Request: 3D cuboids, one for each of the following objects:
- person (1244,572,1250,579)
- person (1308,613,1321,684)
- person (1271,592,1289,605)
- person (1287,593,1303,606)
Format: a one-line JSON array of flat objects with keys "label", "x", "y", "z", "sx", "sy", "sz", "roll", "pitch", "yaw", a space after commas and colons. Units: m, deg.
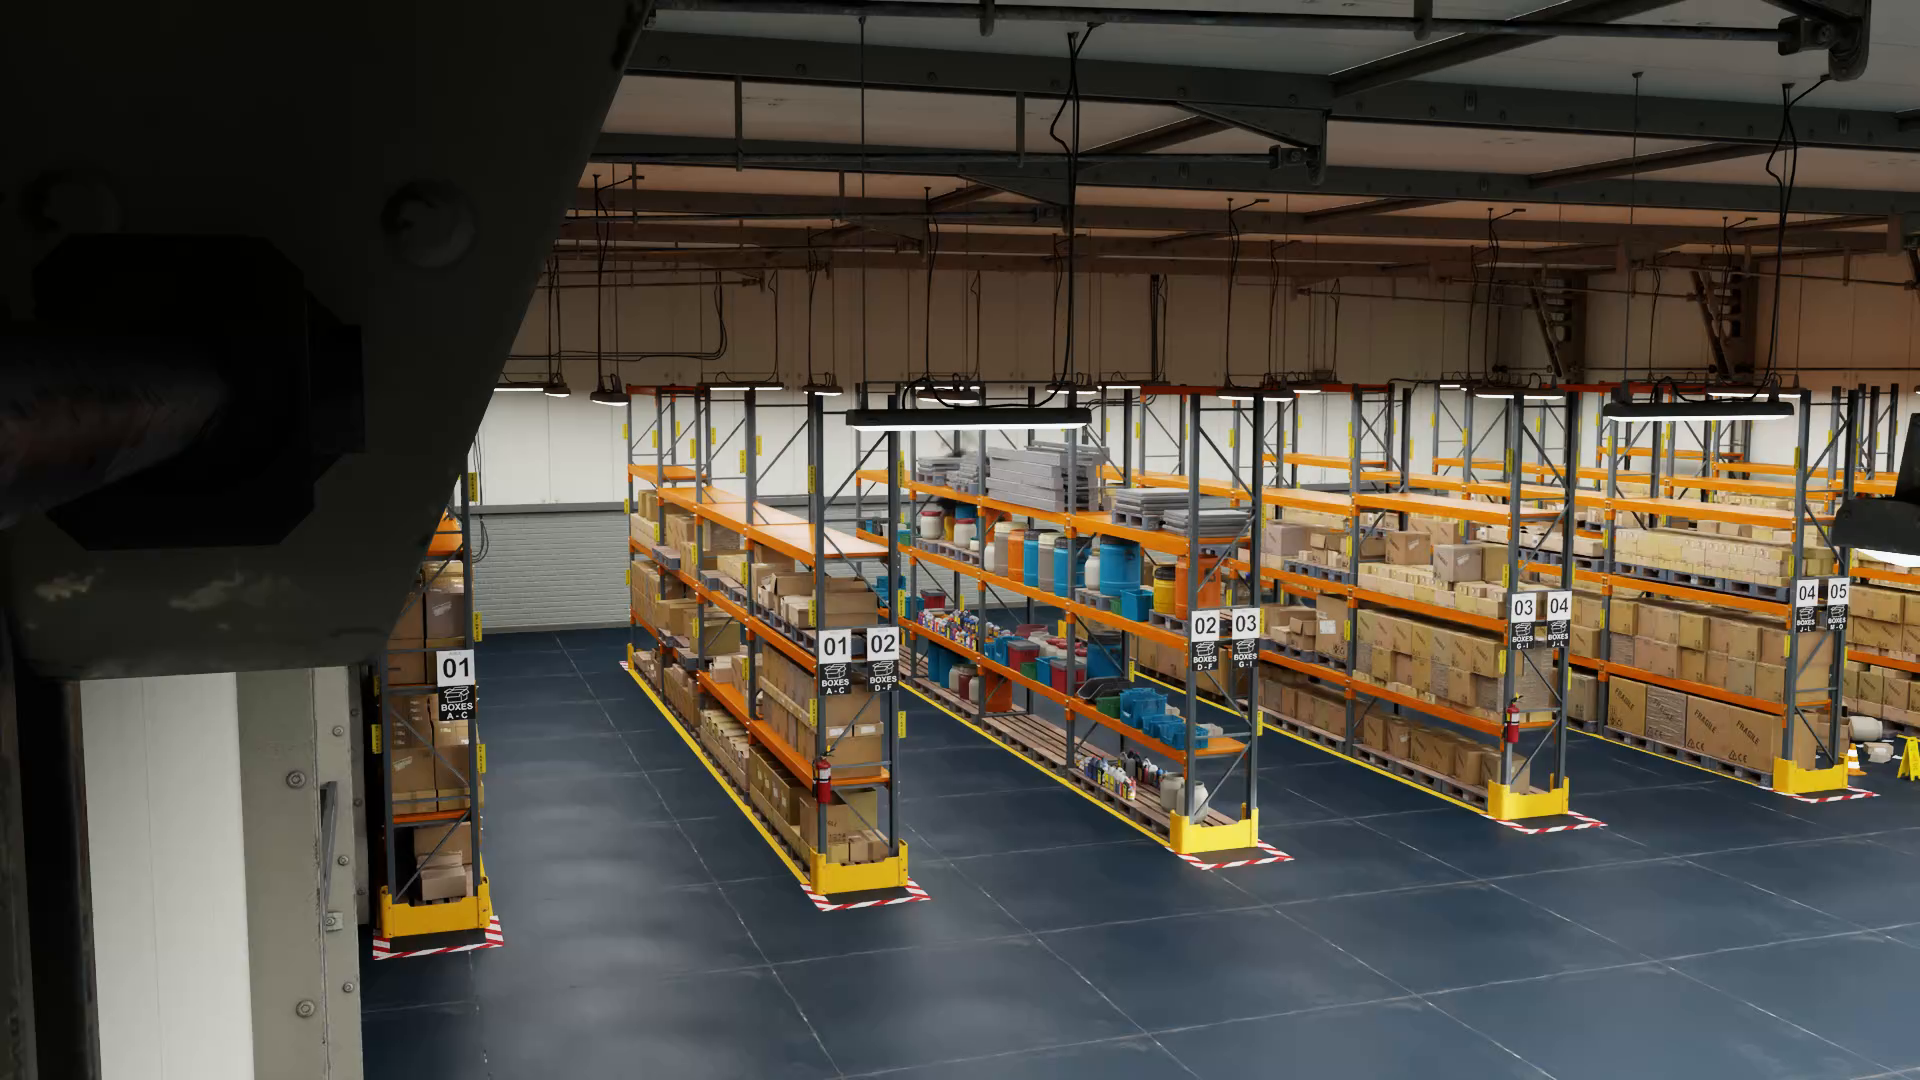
[{"label": "person", "x": 7.311, "y": 1.244, "z": 41.361, "sx": 0.892, "sy": 1.654, "sz": 0.581, "roll": -6, "pitch": 8, "yaw": -43}, {"label": "person", "x": 6.888, "y": 2.223, "z": 31.997, "sx": 0.581, "sy": 1.702, "sz": 0.797, "roll": -2, "pitch": 6, "yaw": -16}, {"label": "person", "x": 7.965, "y": 1.191, "z": 41.263, "sx": 0.852, "sy": 1.760, "sz": 0.719, "roll": 3, "pitch": 7, "yaw": 26}, {"label": "person", "x": 8.322, "y": 1.193, "z": 41.681, "sx": 0.801, "sy": 1.775, "sz": 0.629, "roll": -2, "pitch": 6, "yaw": -20}]
